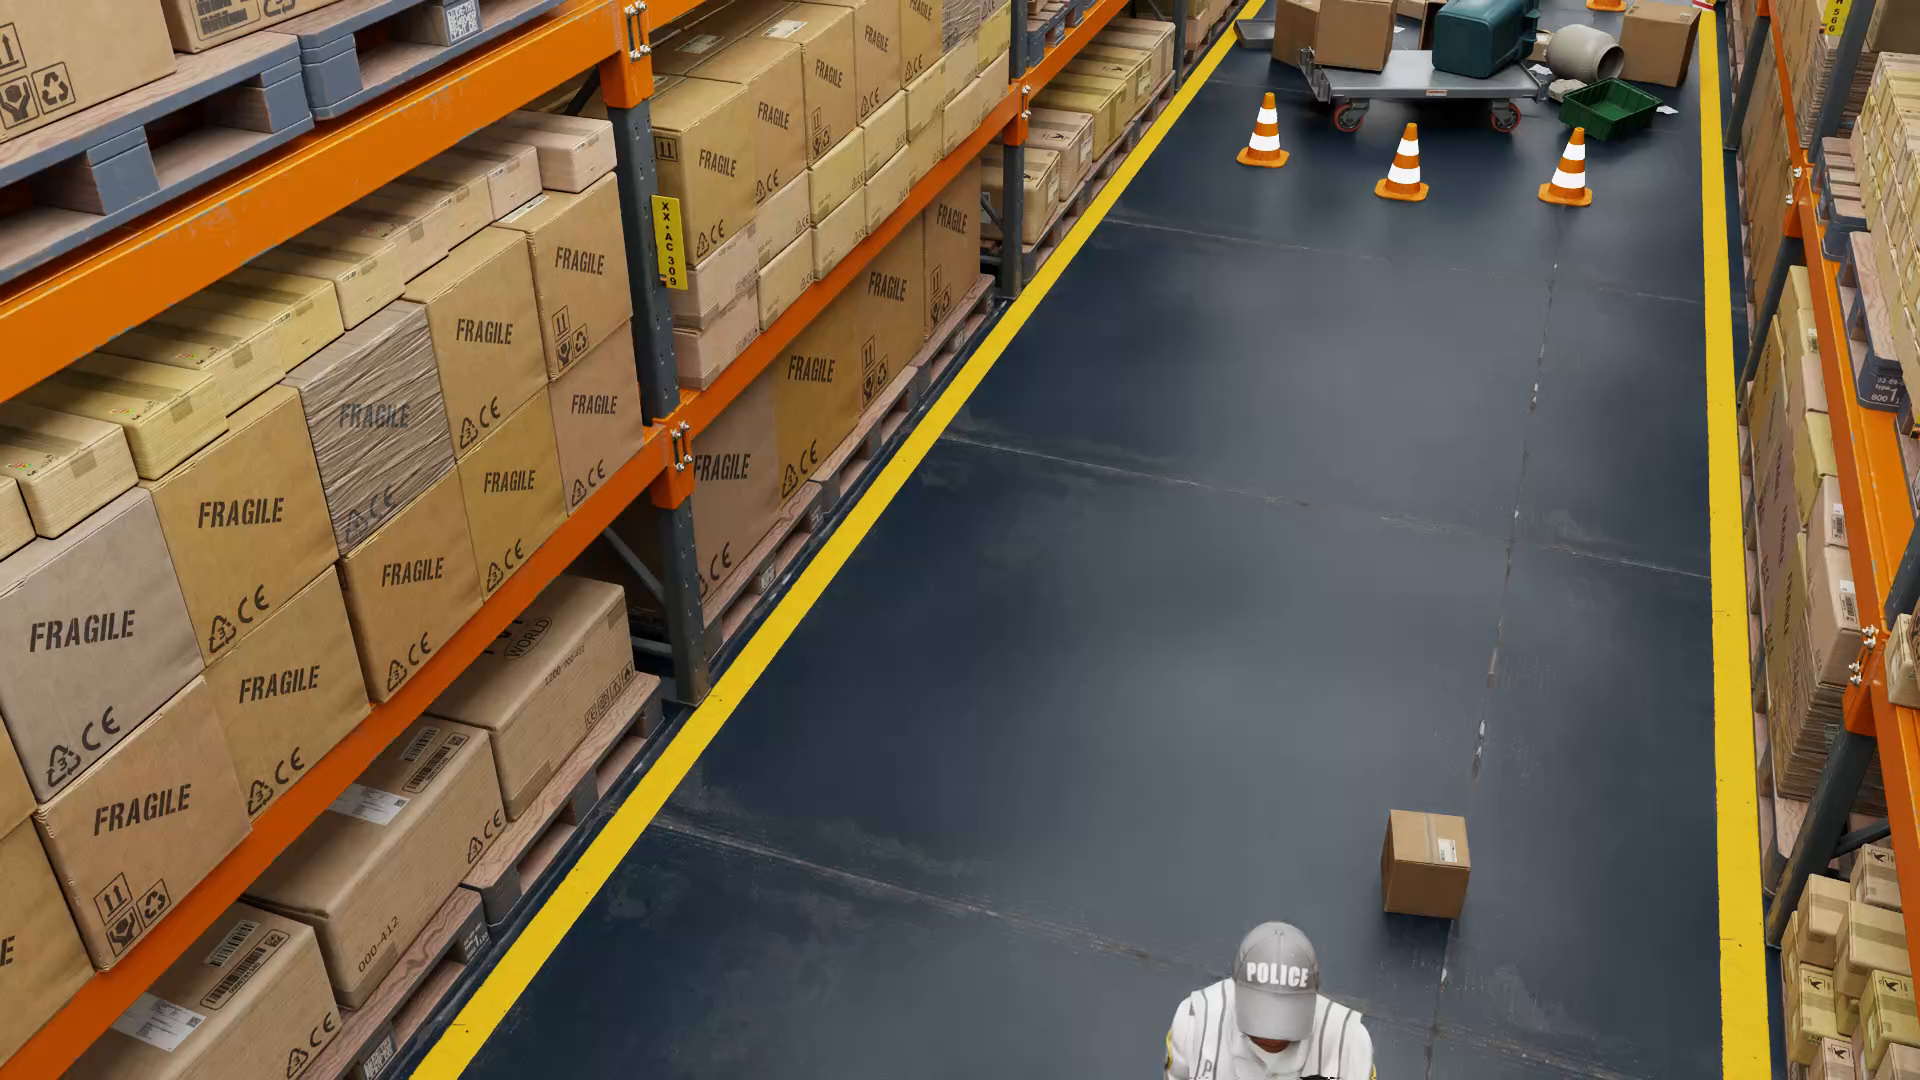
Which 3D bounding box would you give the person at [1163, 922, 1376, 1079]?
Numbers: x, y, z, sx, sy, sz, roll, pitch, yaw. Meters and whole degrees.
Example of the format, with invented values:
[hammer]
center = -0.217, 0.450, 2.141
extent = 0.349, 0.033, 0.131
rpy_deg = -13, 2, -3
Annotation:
[person]
center = 0.700, 1.461, 3.899
extent = 0.485, 1.648, 0.607
rpy_deg = 6, 34, 9
